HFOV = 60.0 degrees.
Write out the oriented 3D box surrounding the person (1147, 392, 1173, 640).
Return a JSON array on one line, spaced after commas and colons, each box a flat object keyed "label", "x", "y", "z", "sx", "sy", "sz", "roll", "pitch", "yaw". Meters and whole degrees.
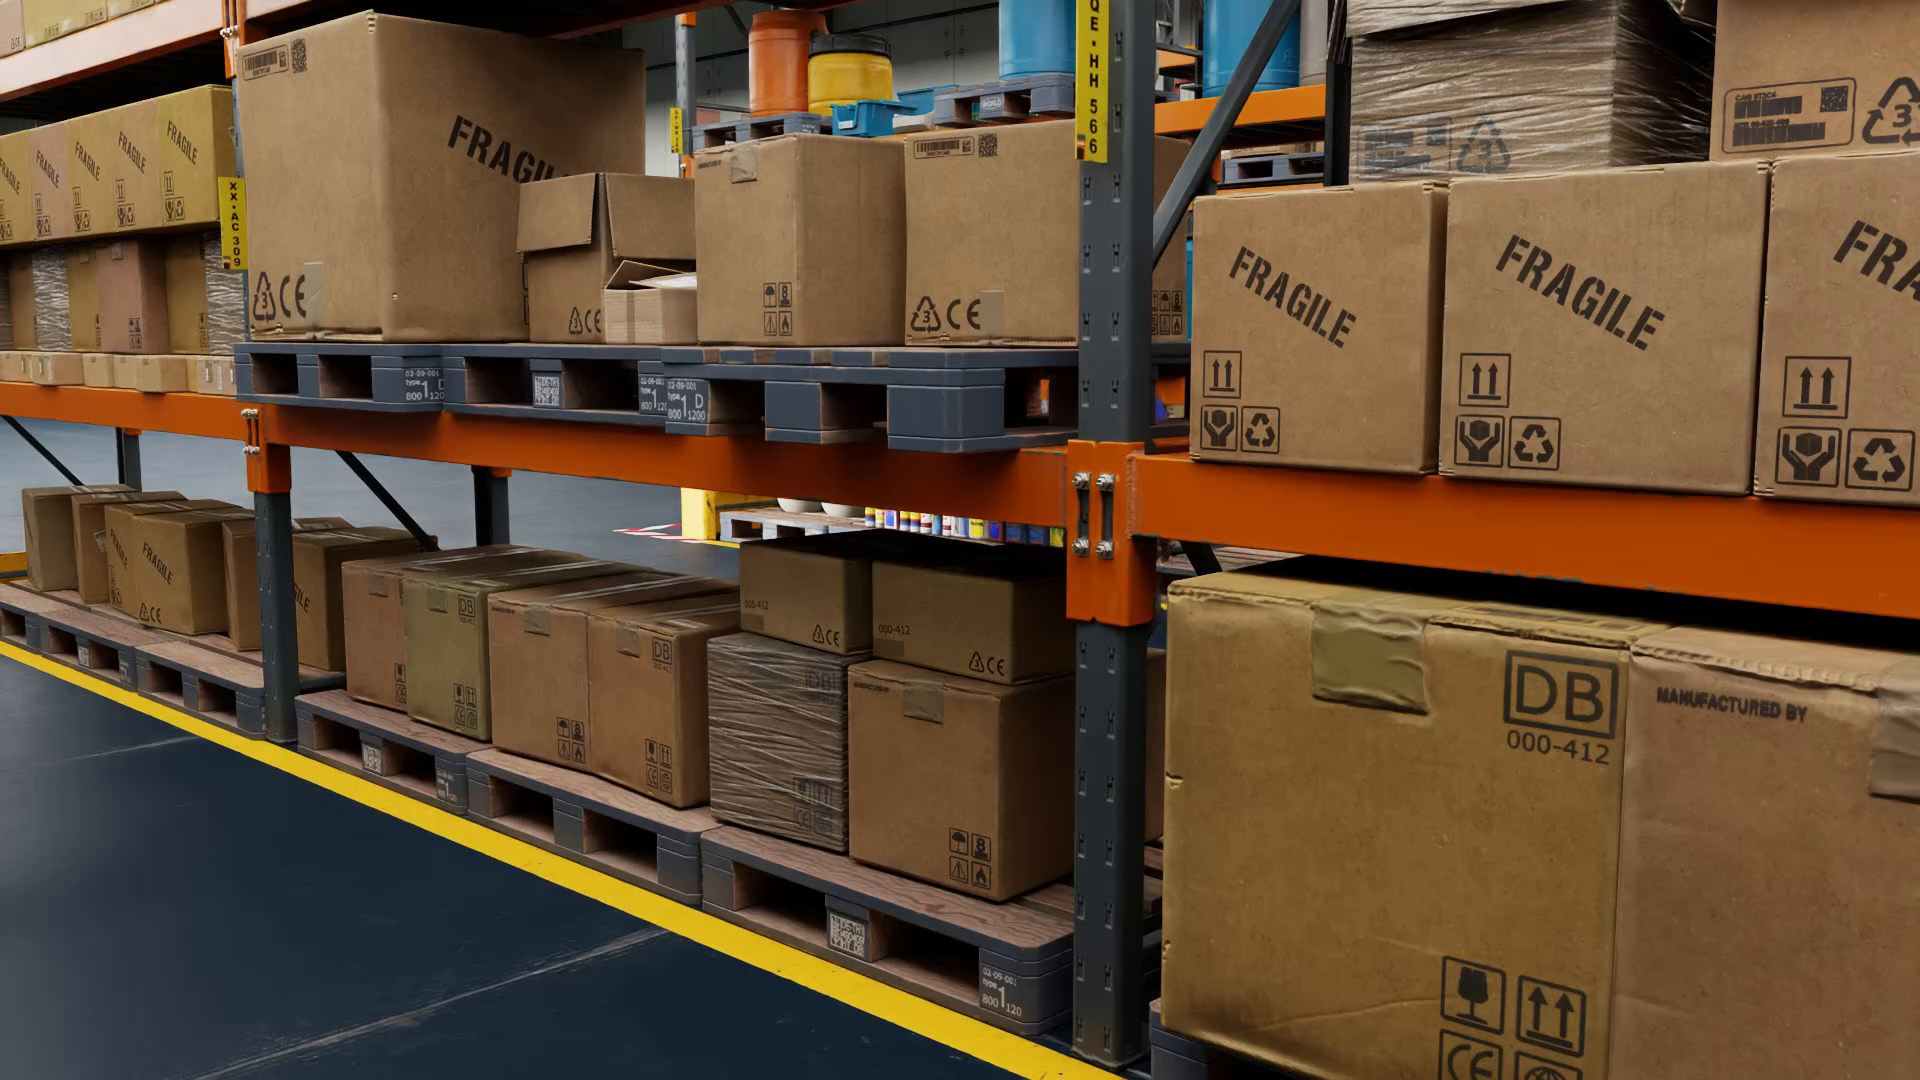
[{"label": "person", "x": 0.579, "y": -0.086, "z": 6.091, "sx": 0.414, "sy": 1.583, "sz": 0.560, "roll": 3, "pitch": 8, "yaw": 23}]
